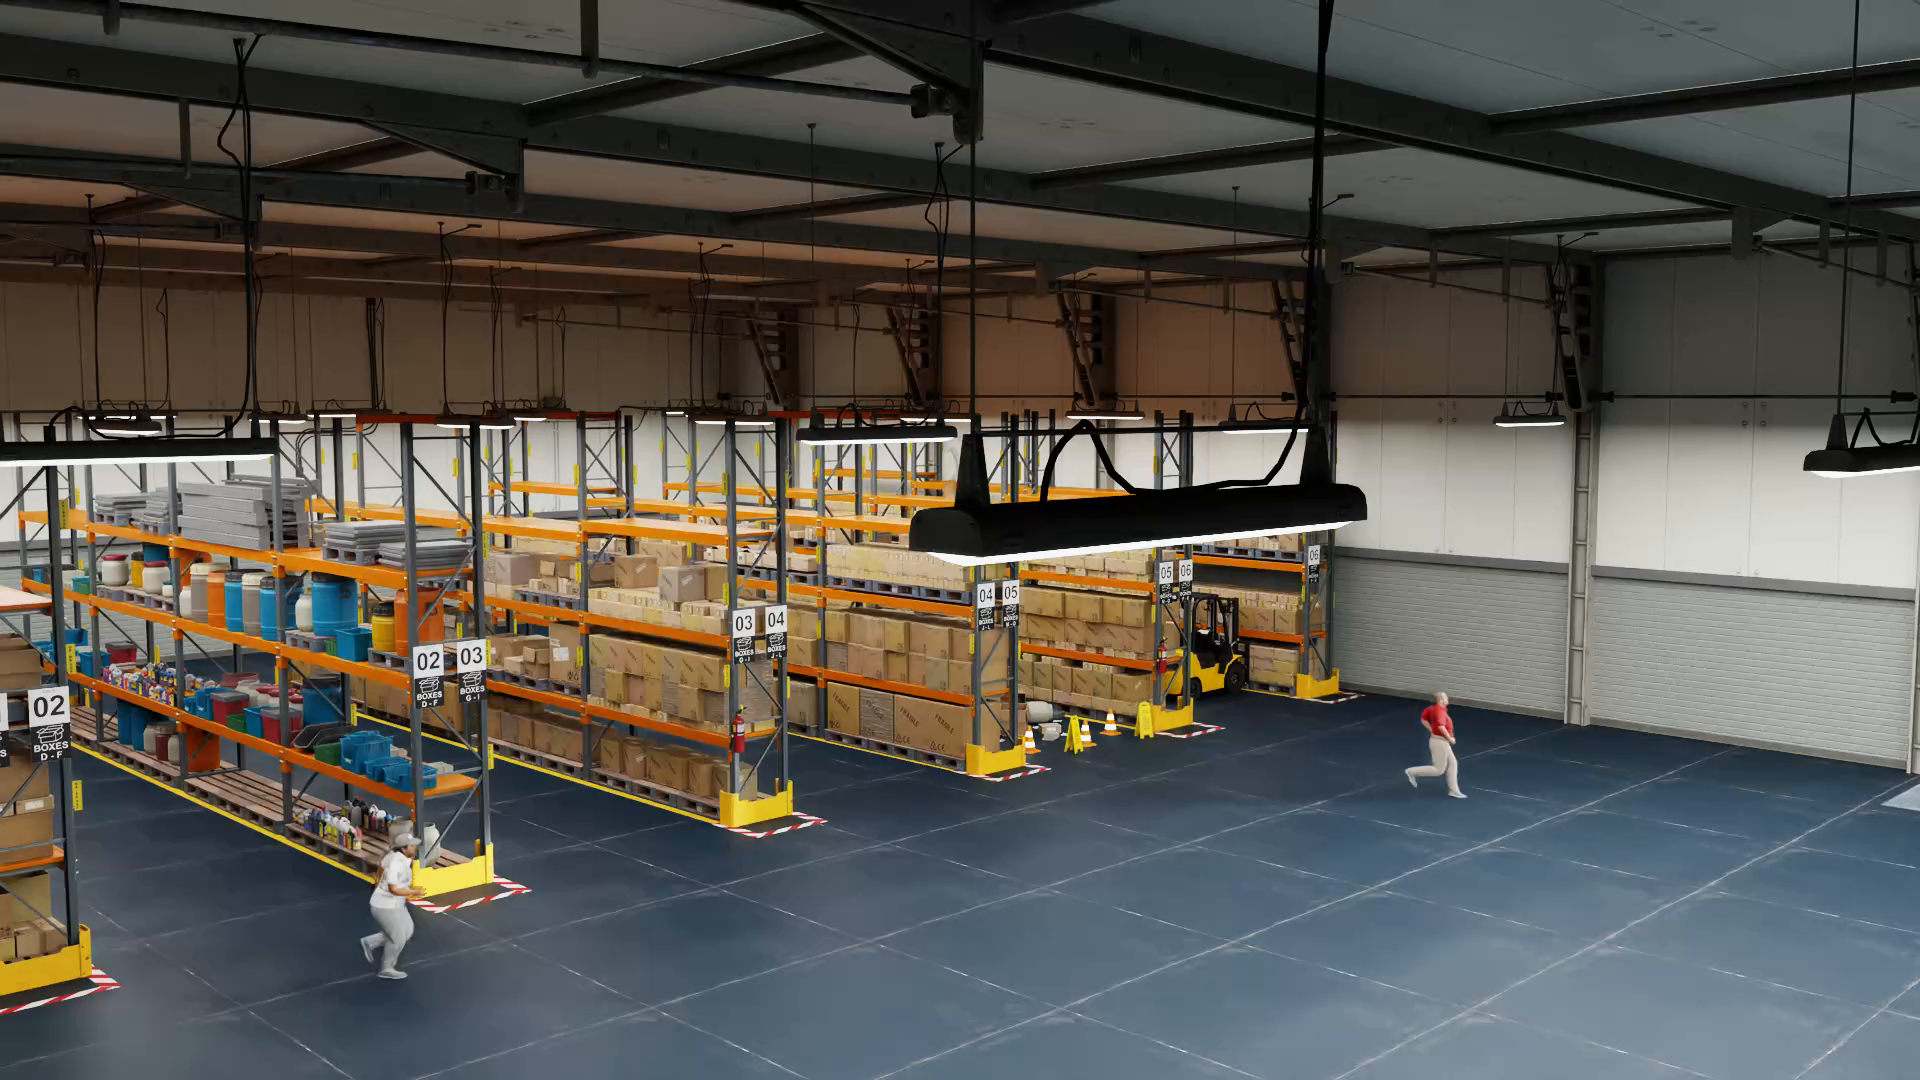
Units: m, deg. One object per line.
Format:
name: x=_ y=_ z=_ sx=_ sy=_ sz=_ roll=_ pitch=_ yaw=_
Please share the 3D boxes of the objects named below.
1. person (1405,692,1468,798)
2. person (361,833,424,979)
person: x=7.514 y=3.239 z=26.170 sx=1.024 sy=1.718 sz=0.642 roll=0 pitch=5 yaw=5
person: x=-6.152 y=3.978 z=18.056 sx=0.660 sy=1.603 sz=0.586 roll=-1 pitch=5 yaw=-10
